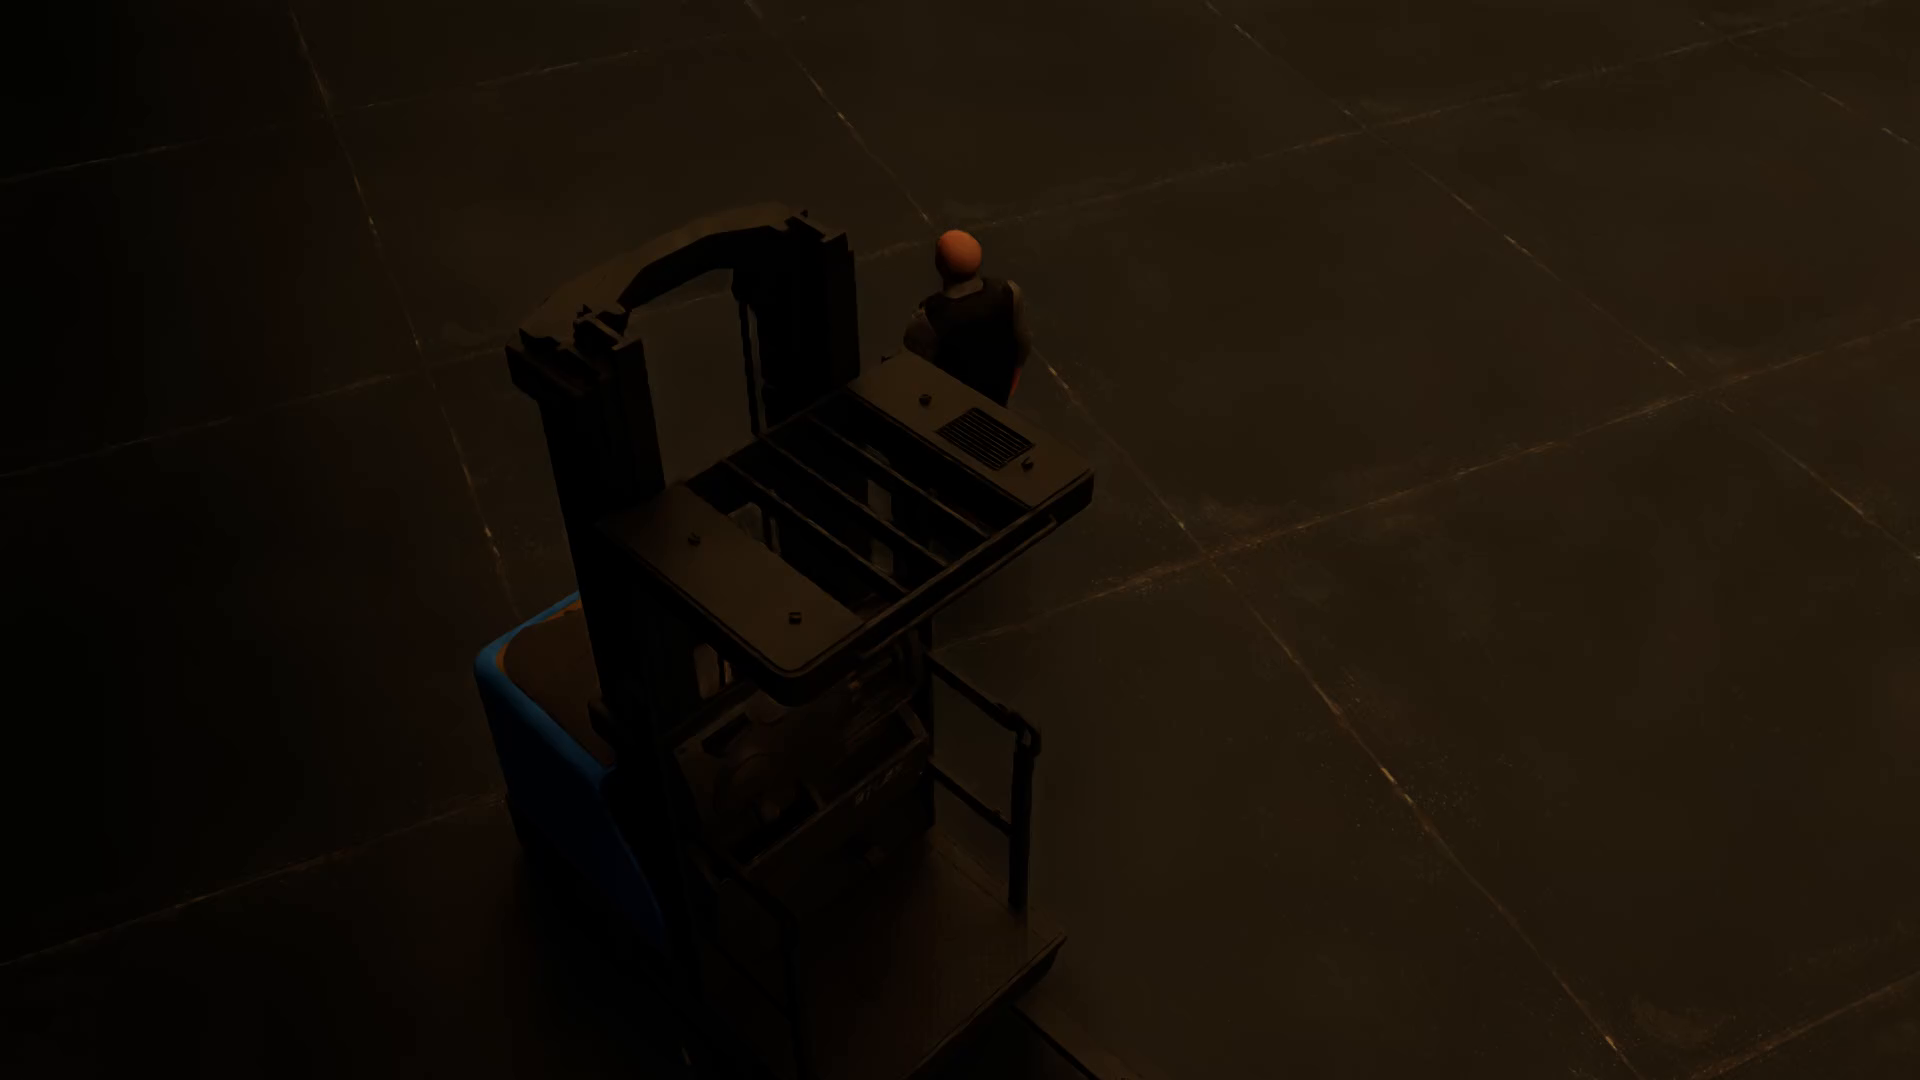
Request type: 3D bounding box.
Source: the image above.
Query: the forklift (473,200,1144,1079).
[{"bbox_3d":[-0.334,0.596,5.042,1.130,2.935,3.031,-34,53,-31],"label":"forklift"}]

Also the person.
[{"bbox_3d":[-0.019,-0.675,7.280,0.632,1.720,0.567,-18,46,-18],"label":"person"}]
